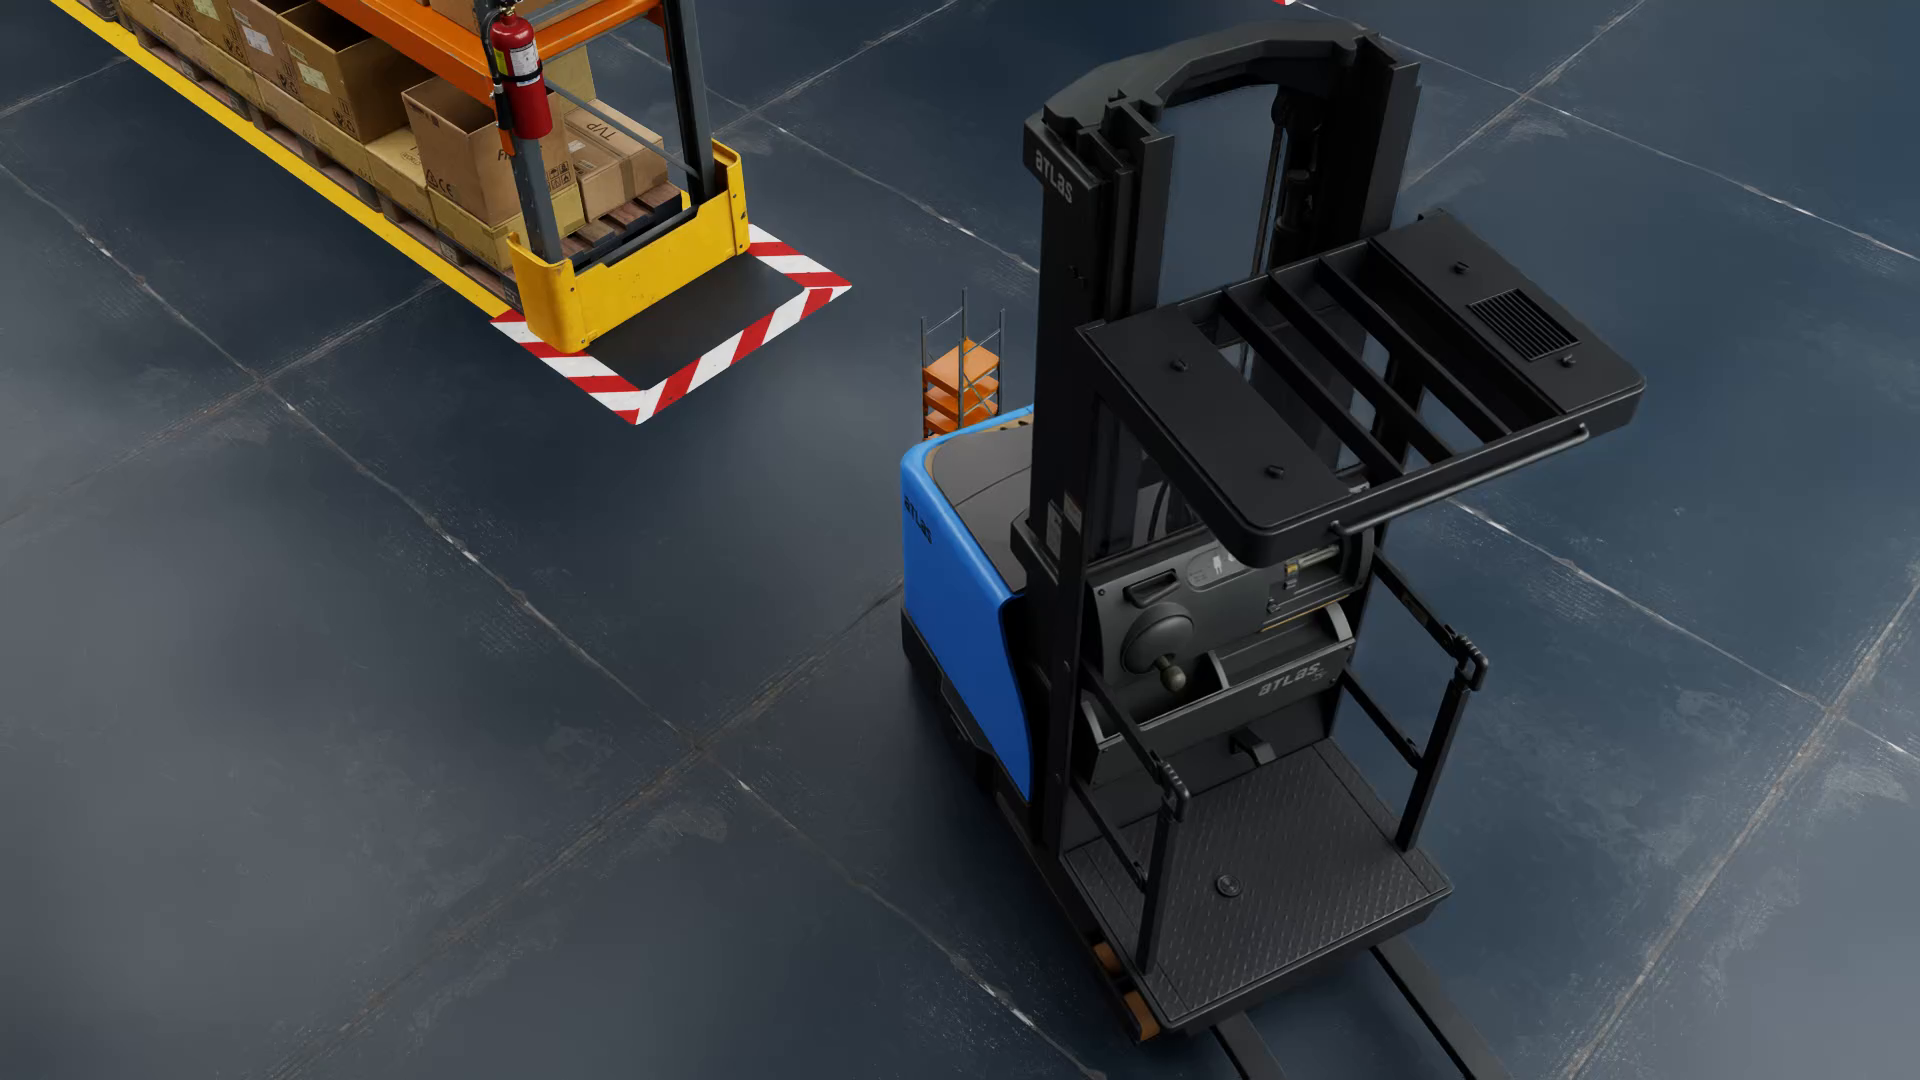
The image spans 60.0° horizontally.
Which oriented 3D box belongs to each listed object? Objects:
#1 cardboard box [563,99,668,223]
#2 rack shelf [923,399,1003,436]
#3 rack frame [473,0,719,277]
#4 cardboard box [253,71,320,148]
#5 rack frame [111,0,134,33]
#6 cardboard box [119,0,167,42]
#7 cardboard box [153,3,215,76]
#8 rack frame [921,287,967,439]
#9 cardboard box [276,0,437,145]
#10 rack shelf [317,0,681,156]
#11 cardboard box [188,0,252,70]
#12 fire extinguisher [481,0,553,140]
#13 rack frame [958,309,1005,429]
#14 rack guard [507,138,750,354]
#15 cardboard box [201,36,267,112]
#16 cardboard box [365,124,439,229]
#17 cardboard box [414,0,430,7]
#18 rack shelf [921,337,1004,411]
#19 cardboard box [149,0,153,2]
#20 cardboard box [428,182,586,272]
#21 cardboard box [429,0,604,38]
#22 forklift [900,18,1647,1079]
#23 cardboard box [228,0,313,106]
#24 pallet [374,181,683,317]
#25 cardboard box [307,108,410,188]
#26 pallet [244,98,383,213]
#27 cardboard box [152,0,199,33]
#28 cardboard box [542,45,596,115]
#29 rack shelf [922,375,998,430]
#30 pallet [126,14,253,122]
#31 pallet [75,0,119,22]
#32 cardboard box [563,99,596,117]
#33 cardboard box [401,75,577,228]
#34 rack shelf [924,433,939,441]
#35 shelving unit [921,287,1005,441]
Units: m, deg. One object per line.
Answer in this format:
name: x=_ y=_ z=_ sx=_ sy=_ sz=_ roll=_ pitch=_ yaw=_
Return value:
cardboard box: x=-1.794 y=-1.861 z=8.147 sx=0.500 sy=0.250 sz=0.500 roll=34 pitch=55 yaw=28
rack shelf: x=0.011 y=-0.455 z=6.359 sx=0.180 sy=0.103 sz=0.258 roll=34 pitch=55 yaw=28
rack frame: x=-1.551 y=-2.275 z=6.937 sx=0.127 sy=3.000 sz=1.000 roll=34 pitch=55 yaw=28
cardboard box: x=-3.256 y=-2.319 z=8.577 sx=0.500 sy=0.250 sz=0.500 roll=34 pitch=55 yaw=28
rack frame: x=-4.490 y=-4.252 z=8.794 sx=0.127 sy=3.000 sz=1.000 roll=34 pitch=55 yaw=28
cardboard box: x=-4.355 y=-3.063 z=9.275 sx=0.500 sy=0.250 sz=0.500 roll=34 pitch=55 yaw=28
cardboard box: x=-3.991 y=-2.813 z=9.040 sx=0.500 sy=0.250 sz=0.500 roll=34 pitch=55 yaw=28
rack frame: x=-0.057 y=-0.449 z=6.457 sx=0.006 sy=1.200 sz=0.240 roll=34 pitch=55 yaw=28
cardboard box: x=-2.892 y=-2.326 z=8.069 sx=0.500 sy=0.500 sz=0.500 roll=34 pitch=55 yaw=28
rack shelf: x=-3.021 y=-3.017 z=8.127 sx=4.000 sy=0.370 sz=1.077 roll=34 pitch=55 yaw=28
cardboard box: x=-3.627 y=-2.820 z=8.533 sx=0.500 sy=0.500 sz=0.500 roll=34 pitch=55 yaw=28
fire extinguisher: x=-1.779 y=-1.941 z=6.676 sx=0.183 sy=0.674 sz=0.296 roll=34 pitch=55 yaw=28
rack frame: x=0.078 y=-0.358 z=6.372 sx=0.006 sy=1.200 sz=0.240 roll=34 pitch=55 yaw=28
rack guard: x=-1.533 y=-1.407 z=7.837 sx=0.348 sy=0.500 sz=1.175 roll=34 pitch=55 yaw=28
cardboard box: x=-3.627 y=-2.563 z=8.806 sx=0.500 sy=0.250 sz=0.500 roll=34 pitch=55 yaw=28
cardboard box: x=-2.521 y=-1.825 z=8.112 sx=0.500 sy=0.250 sz=0.500 roll=34 pitch=55 yaw=28
cardboard box: x=-2.274 y=-2.804 z=7.365 sx=0.500 sy=0.500 sz=0.700 roll=35 pitch=56 yaw=29
rack shelf: x=0.011 y=-0.620 z=6.184 sx=0.180 sy=0.103 sz=0.258 roll=34 pitch=55 yaw=28
cardboard box: x=-4.362 y=-3.315 z=8.997 sx=0.500 sy=0.500 sz=0.500 roll=34 pitch=55 yaw=28
cardboard box: x=-2.145 y=-1.584 z=7.886 sx=0.500 sy=0.250 sz=0.500 roll=34 pitch=55 yaw=28
cardboard box: x=-1.885 y=-2.546 z=7.123 sx=0.500 sy=0.500 sz=0.700 roll=34 pitch=55 yaw=28
forklift: x=0.891 y=0.225 z=4.637 sx=1.130 sy=2.935 sz=3.031 roll=-20 pitch=50 yaw=-18
cardboard box: x=-3.258 y=-2.574 z=8.301 sx=0.500 sy=0.500 sz=0.500 roll=34 pitch=55 yaw=28
pallet: x=-2.141 y=-1.676 z=8.287 sx=1.213 sy=0.211 sz=1.003 roll=34 pitch=55 yaw=28
cardboard box: x=-2.889 y=-2.071 z=8.344 sx=0.500 sy=0.250 sz=0.500 roll=34 pitch=55 yaw=28
pallet: x=-3.033 y=-2.279 z=8.853 sx=1.213 sy=0.211 sz=1.003 roll=34 pitch=55 yaw=28
cardboard box: x=-3.989 y=-3.072 z=8.769 sx=0.500 sy=0.500 sz=0.500 roll=34 pitch=55 yaw=28
cardboard box: x=-2.163 y=-2.364 z=8.105 sx=0.500 sy=0.500 sz=0.500 roll=34 pitch=55 yaw=28
rack shelf: x=0.011 y=-0.537 z=6.272 sx=0.180 sy=0.103 sz=0.258 roll=34 pitch=55 yaw=28
pallet: x=-3.934 y=-2.882 z=9.420 sx=1.213 sy=0.211 sz=1.003 roll=34 pitch=55 yaw=28
pallet: x=-5.058 y=-3.641 z=10.133 sx=1.213 sy=0.211 sz=1.003 roll=34 pitch=55 yaw=28
cardboard box: x=-2.164 y=-2.107 z=8.377 sx=0.500 sy=0.250 sz=0.500 roll=34 pitch=55 yaw=28
cardboard box: x=-2.147 y=-1.840 z=7.612 sx=0.500 sy=0.500 sz=0.500 roll=34 pitch=55 yaw=28
rack shelf: x=0.011 y=-0.373 z=6.447 sx=0.180 sy=0.103 sz=0.258 roll=34 pitch=55 yaw=28
shelving unit: x=0.011 y=-0.404 z=6.414 sx=0.189 sy=1.200 sz=0.258 roll=34 pitch=55 yaw=28
